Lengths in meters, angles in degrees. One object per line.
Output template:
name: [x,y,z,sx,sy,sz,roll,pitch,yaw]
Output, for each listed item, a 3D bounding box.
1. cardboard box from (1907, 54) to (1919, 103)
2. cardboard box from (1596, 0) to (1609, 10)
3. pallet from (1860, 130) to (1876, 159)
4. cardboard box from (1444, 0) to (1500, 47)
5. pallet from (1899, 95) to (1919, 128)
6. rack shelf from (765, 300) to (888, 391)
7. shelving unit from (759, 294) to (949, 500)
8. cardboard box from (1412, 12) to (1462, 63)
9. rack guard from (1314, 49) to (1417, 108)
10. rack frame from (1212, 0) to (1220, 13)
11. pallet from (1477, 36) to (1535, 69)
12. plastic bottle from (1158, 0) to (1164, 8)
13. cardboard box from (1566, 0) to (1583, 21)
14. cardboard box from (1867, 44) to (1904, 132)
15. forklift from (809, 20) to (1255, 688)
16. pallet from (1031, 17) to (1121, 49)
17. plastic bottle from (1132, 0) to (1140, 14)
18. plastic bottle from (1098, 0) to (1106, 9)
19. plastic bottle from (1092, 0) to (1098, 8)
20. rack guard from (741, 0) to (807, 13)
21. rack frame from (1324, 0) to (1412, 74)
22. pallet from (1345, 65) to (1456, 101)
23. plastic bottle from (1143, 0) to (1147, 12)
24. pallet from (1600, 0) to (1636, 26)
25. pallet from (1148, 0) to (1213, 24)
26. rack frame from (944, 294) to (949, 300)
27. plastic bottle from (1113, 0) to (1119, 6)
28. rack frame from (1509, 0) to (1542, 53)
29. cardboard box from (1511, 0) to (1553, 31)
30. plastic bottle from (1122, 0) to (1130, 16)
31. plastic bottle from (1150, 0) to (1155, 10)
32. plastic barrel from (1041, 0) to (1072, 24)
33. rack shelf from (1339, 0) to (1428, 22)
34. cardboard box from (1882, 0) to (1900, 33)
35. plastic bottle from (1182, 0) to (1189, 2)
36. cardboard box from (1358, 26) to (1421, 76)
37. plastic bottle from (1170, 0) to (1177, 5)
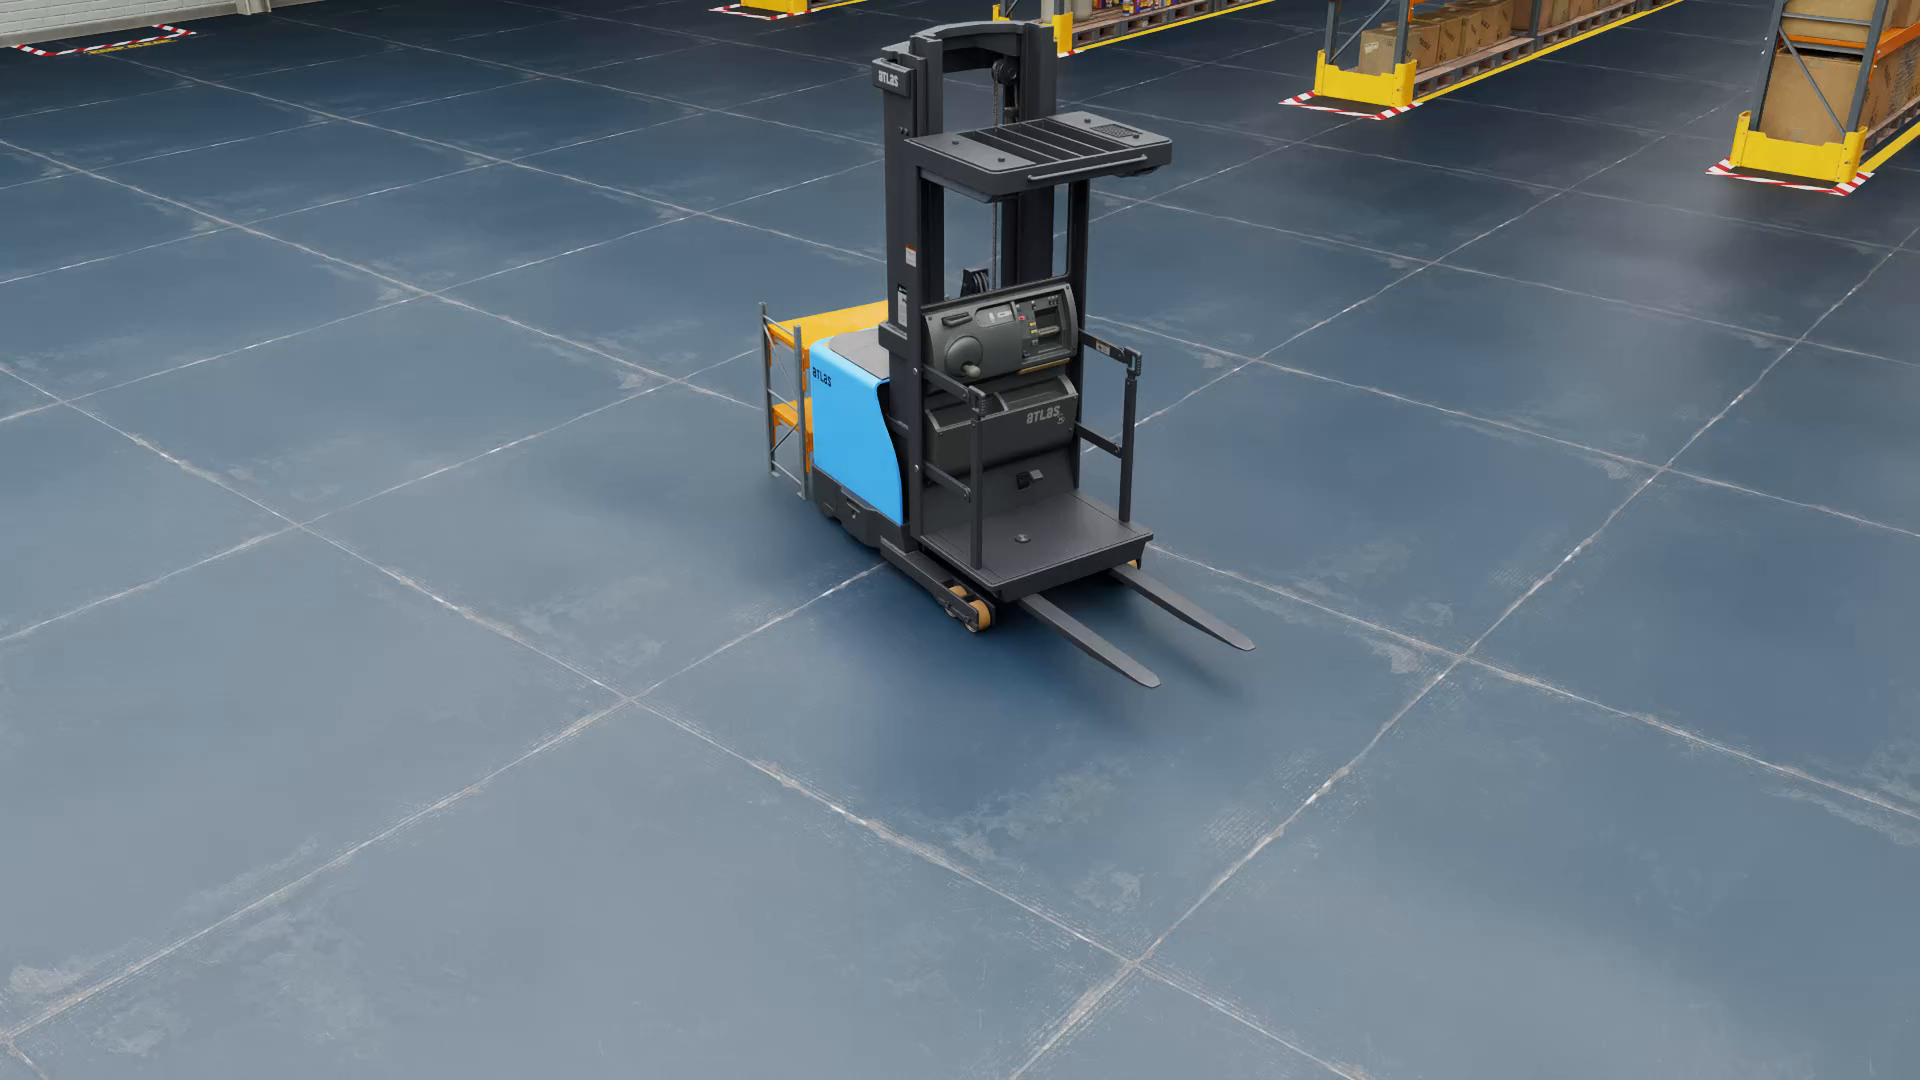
cardboard box: [10.650,-5.597,19.160,0.875,0.875,0.875,21,34,35]
cardboard box: [9.131,-8.102,24.388,0.700,0.500,0.500,18,32,30]
pallet: [9.008,-4.206,17.651,1.003,0.211,1.213,21,34,34]
cardboard box: [6.697,-6.783,21.861,0.500,0.500,0.500,-16,31,-28]
pallet: [10.560,-5.071,19.324,1.003,0.211,1.213,21,34,34]
rack shelf: [-0.645,-1.229,10.264,1.000,0.278,0.538,-16,31,-28]
shelving unit: [-0.645,-0.969,10.399,1.048,1.125,0.538,-16,31,-28]
cardboard box: [5.973,-6.355,21.034,0.500,0.500,0.500,25,36,39]
rack guard: [4.845,-5.541,19.916,1.175,0.500,0.348,21,34,34]
rack frame: [3.519,-9.490,24.829,1.000,3.000,0.127,21,34,34]
pallet: [6.941,-6.555,22.192,1.003,0.211,1.213,21,34,34]
plastic bottle: [2.898,-7.924,24.288,0.152,0.276,0.135,21,34,35]
cardboard box: [8.421,-7.701,23.613,0.700,0.500,0.500,18,32,30]
cardboard box: [9.498,-4.954,17.916,0.875,0.875,0.875,20,34,34]
forklift: [0.346,-1.064,8.617,1.130,2.935,3.031,-17,32,-30]
pallet: [1.508,-7.160,23.361,1.003,0.211,1.213,21,34,34]
plastic bottle: [2.526,-7.687,23.822,0.061,0.283,0.133,21,34,35]
plastic bottle: [2.069,-7.890,24.215,0.061,0.283,0.133,21,34,34]
plastic bottle: [1.986,-7.918,24.276,0.152,0.276,0.135,21,34,35]
rack guard: [-2.860,-8.402,25.447,1.175,0.500,0.348,21,34,34]
rack frame: [4.797,-6.624,19.290,1.000,3.000,0.127,21,34,34]
pallet: [5.389,-5.690,20.519,1.003,0.211,1.213,21,34,34]
plastic bottle: [2.650,-7.764,23.984,0.097,0.271,0.097,0,27,0]
pallet: [9.387,-7.945,24.879,1.003,0.211,1.213,21,34,34]
pallet: [3.060,-8.025,25.033,1.003,0.211,1.213,21,34,34]
rack frame: [-0.215,-1.094,10.640,0.032,1.125,0.500,-16,31,-28]
plastic bottle: [2.298,-7.974,24.466,0.097,0.201,0.097,0,27,0]
rack frame: [7.341,-8.042,22.031,1.000,3.000,0.127,21,34,34]
cardboard box: [7.748,-7.339,22.913,0.700,0.500,0.500,18,32,31]
plastic bottle: [2.368,-7.607,23.680,0.097,0.271,0.097,0,27,0]
plastic bottle: [2.779,-7.836,24.123,0.097,0.271,0.097,0,27,0]
plastic barrel: [1.334,-7.409,23.057,0.421,0.512,0.421,0,27,0]
rack shelf: [6.069,-7.014,20.826,1.077,0.370,4.000,21,34,34]
cardboard box: [9.094,-5.551,17.053,0.875,0.550,0.550,21,34,34]
plastic bottle: [3.332,-8.196,24.733,0.144,0.351,0.185,20,33,33]
cardboard box: [5.207,-5.917,20.186,0.500,0.500,0.500,-21,34,-35]
plastic bottle: [3.138,-8.028,24.481,0.061,0.283,0.133,23,35,38]
